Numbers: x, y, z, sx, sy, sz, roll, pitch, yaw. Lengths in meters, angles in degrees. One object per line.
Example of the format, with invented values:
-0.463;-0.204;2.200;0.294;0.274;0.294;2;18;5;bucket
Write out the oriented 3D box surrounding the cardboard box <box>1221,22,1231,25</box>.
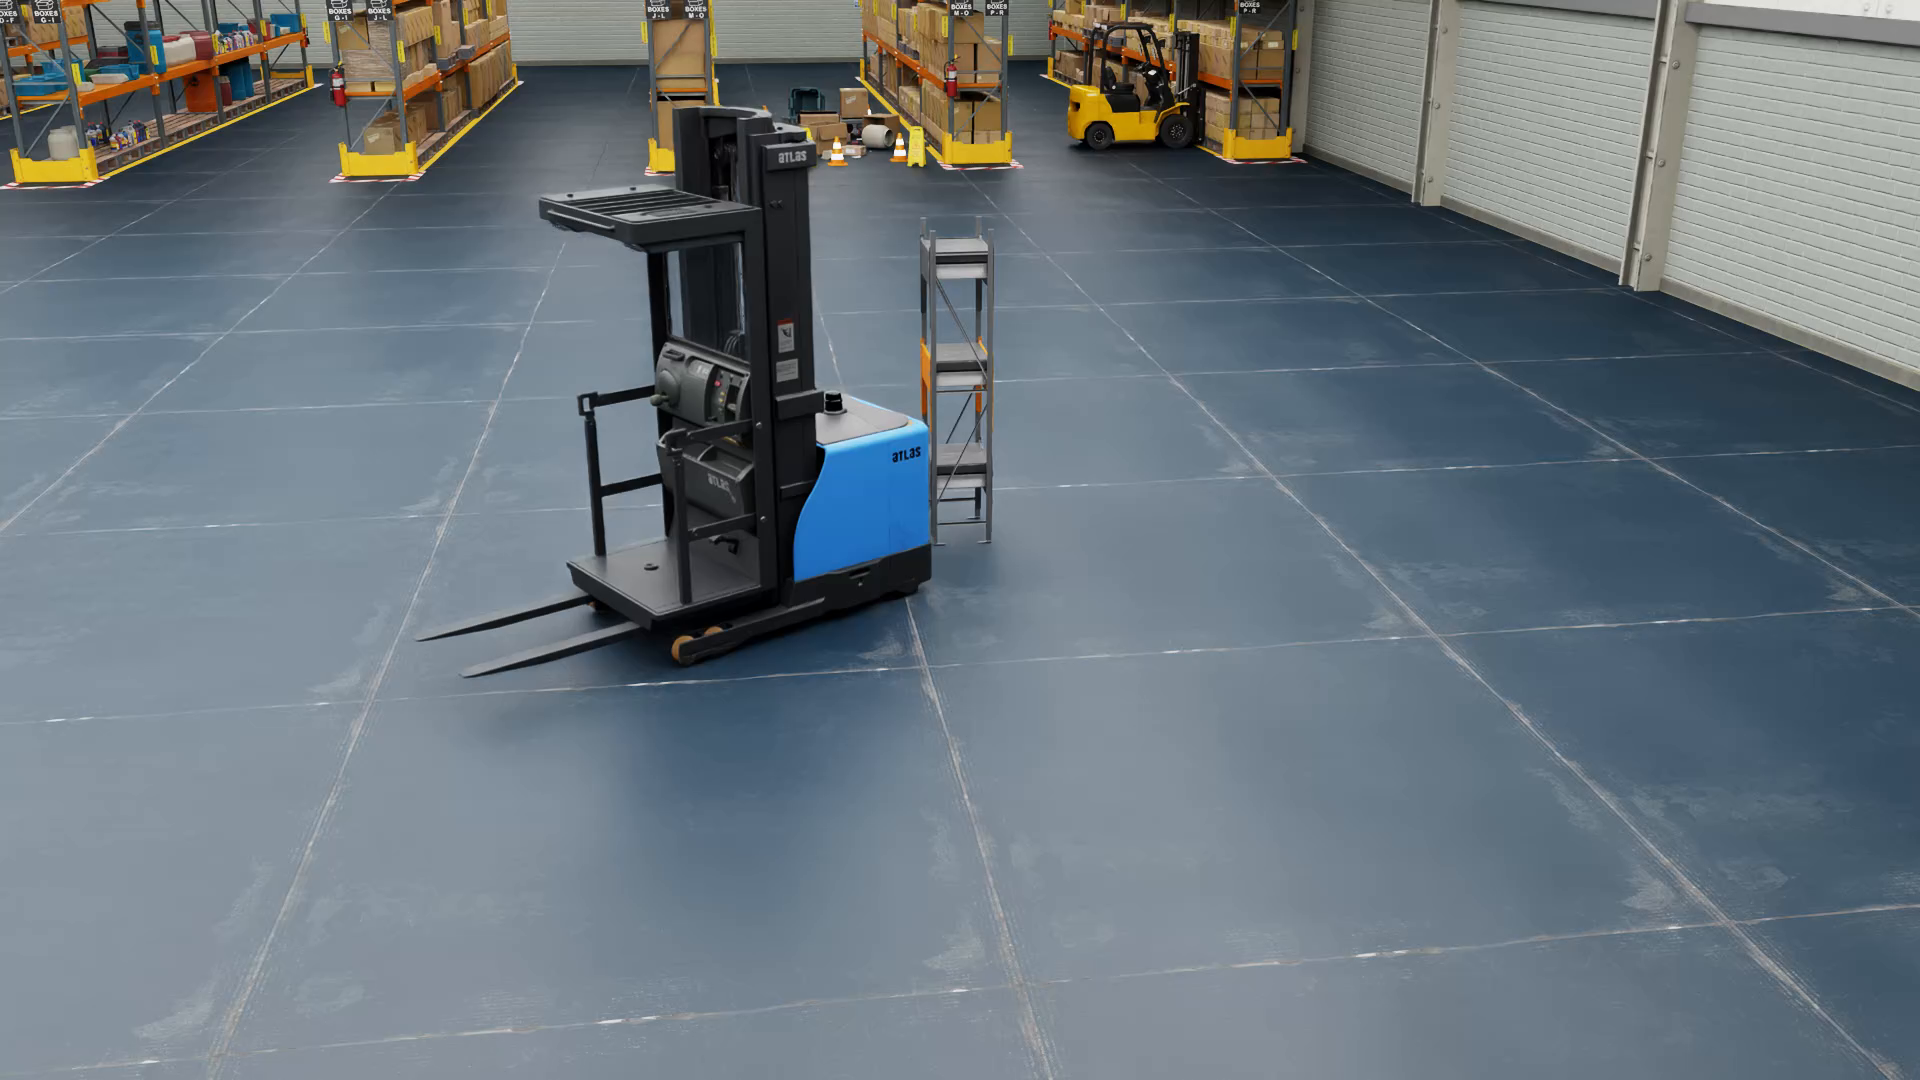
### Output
5.126;-9.666;31.313;0.380;0.149;0.250;-3;21;-9;cardboard box

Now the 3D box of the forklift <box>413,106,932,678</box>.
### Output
-1.633;-0.876;9.373;3.031;2.935;1.130;-16;26;-37;forklift

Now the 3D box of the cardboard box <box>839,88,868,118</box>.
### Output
-2.032;-8.366;31.820;0.500;0.500;0.500;-3;21;-8;cardboard box

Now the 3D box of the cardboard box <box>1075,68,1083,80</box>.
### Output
3.061;-11.522;41.085;0.396;0.266;0.258;-2;21;-6;cardboard box

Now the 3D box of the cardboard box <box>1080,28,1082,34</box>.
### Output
3.128;-12.373;40.417;0.380;0.149;0.250;-2;21;-6;cardboard box

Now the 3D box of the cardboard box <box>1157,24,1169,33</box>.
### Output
4.160;-10.252;33.309;0.380;0.149;0.250;-4;21;-9;cardboard box

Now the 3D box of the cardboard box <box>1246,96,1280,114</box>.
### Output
5.331;-7.702;29.452;0.500;0.250;0.500;-3;21;-9;cardboard box

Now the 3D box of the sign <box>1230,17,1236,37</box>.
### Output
4.674;-8.780;28.444;0.100;0.325;0.005;-3;21;-8;sign

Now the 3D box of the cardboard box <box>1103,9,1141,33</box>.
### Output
3.641;-11.720;37.561;0.797;0.503;0.637;-3;21;-9;cardboard box

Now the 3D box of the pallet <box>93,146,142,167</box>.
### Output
-14.748;-6.569;28.502;1.003;0.211;1.213;-3;21;-8;pallet

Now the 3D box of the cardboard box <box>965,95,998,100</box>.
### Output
0.375;-7.640;29.642;0.500;0.500;0.500;-4;21;-10;cardboard box

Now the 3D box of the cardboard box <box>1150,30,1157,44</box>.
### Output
4.163;-10.210;33.767;0.500;0.250;0.500;-3;21;-7;cardboard box

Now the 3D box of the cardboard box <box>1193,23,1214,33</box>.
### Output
4.561;-9.542;30.983;0.380;0.149;0.250;-3;21;-9;cardboard box

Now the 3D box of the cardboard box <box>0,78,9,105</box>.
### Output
-20.548;-9.588;35.544;0.500;0.500;0.500;-3;21;-7;cardboard box

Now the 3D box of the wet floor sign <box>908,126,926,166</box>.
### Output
-0.730;-6.675;28.166;0.267;0.644;0.232;4;21;11;wet floor sign

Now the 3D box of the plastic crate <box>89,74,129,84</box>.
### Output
-14.498;-7.860;28.351;0.530;0.136;0.437;-3;21;-8;plastic crate

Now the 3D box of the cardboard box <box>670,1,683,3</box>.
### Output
-6.647;-12.572;38.592;0.500;0.500;0.500;-4;21;-10;cardboard box

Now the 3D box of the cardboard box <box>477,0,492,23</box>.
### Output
-11.051;-12.152;38.182;0.500;0.500;0.500;-3;21;-8;cardboard box

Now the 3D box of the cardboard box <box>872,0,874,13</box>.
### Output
-1.835;-12.893;39.878;0.500;0.500;0.500;-3;21;-9;cardboard box

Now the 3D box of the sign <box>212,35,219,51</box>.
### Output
-15.016;-10.025;33.536;0.100;0.325;0.005;-3;21;-8;sign

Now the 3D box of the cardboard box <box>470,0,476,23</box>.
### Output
-11.047;-11.611;36.439;0.797;0.503;0.637;-3;21;-7;cardboard box

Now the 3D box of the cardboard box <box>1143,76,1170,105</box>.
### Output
4.335;-9.328;34.698;0.875;0.625;0.625;-4;21;-10;cardboard box

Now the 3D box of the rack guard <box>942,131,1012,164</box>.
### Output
0.291;-6.753;28.583;1.175;0.500;0.348;-3;21;-8;rack guard

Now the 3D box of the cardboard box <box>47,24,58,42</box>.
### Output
-20.989;-11.642;37.956;0.500;0.500;0.500;-3;21;-8;cardboard box

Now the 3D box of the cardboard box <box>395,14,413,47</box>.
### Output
-9.380;-8.430;27.503;0.500;0.500;0.500;-3;21;-8;cardboard box

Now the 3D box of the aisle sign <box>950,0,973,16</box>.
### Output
0.024;-9.080;27.523;0.394;0.787;0.004;-3;21;-8;aisle sign

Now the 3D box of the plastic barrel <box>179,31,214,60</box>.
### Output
-15.193;-9.836;33.071;0.600;0.536;0.708;-3;21;-8;plastic barrel

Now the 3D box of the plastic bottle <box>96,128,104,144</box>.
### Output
-15.137;-7.117;29.254;0.097;0.271;0.097;0;20;0;plastic bottle

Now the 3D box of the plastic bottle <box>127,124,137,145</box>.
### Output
-14.530;-7.112;29.127;0.144;0.351;0.185;-3;21;-8;plastic bottle

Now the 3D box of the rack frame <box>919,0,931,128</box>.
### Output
-0.275;-9.283;31.783;1.000;3.000;0.127;-3;21;-8;rack frame

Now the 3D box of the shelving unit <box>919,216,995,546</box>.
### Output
-0.024;-1.041;11.002;0.431;2.100;0.503;-3;21;-8;shelving unit

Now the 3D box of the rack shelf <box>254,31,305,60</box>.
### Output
-16.424;-11.658;39.172;1.077;0.370;4.000;-3;21;-8;rack shelf

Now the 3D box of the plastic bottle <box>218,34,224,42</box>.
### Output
-15.652;-10.542;35.226;0.144;0.351;0.185;-3;21;-8;plastic bottle

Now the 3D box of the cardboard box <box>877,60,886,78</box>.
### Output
-1.542;-11.582;41.000;0.875;0.438;0.875;-4;21;-9;cardboard box

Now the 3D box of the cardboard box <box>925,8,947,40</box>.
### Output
-0.229;-9.065;29.203;0.700;0.500;0.500;-3;21;-8;cardboard box

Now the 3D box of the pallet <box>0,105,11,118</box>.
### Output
-20.704;-9.045;35.132;1.003;0.211;1.213;-3;21;-8;pallet

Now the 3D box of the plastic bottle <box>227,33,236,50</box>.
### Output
-15.521;-10.597;35.371;0.144;0.351;0.185;-3;21;-8;plastic bottle

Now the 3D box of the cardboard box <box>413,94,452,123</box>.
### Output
-10.280;-8.391;32.340;0.700;0.500;0.500;-5;21;-12;cardboard box

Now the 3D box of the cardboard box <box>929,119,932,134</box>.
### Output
-0.290;-7.606;30.622;0.500;0.250;0.500;-3;21;-8;cardboard box

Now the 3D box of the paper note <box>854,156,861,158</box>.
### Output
-1.804;-6.734;29.202;0.148;0.019;0.142;-11;23;-26;paper note

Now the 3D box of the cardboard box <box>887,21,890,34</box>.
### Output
-1.344;-11.340;36.791;0.500;0.250;0.500;-3;21;-9;cardboard box

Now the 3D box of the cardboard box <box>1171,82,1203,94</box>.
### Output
4.396;-8.728;32.198;0.500;0.250;0.500;-3;21;-9;cardboard box

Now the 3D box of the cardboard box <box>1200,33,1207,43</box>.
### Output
4.625;-9.225;30.559;0.380;0.149;0.250;-3;21;-9;cardboard box

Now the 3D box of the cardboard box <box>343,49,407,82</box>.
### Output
-9.557;-7.776;27.181;0.875;0.500;0.500;-3;21;-8;cardboard box

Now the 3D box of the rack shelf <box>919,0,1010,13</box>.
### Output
0.013;-9.658;29.530;1.077;0.370;4.000;-3;21;-8;rack shelf

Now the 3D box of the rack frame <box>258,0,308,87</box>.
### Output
-16.712;-12.688;40.900;1.000;3.000;0.127;-3;21;-8;rack frame

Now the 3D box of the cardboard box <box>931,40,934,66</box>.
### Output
-0.240;-8.781;29.873;0.500;0.500;0.500;-3;21;-7;cardboard box

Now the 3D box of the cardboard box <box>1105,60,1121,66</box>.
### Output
3.522;-11.047;38.553;0.380;0.149;0.250;-2;21;-6;cardboard box

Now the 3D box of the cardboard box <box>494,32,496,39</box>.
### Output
-11.025;-11.736;38.711;0.380;0.149;0.250;-2;21;-6;cardboard box

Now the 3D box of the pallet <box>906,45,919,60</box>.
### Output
-0.526;-9.894;33.695;1.003;0.211;1.213;-3;21;-8;pallet
